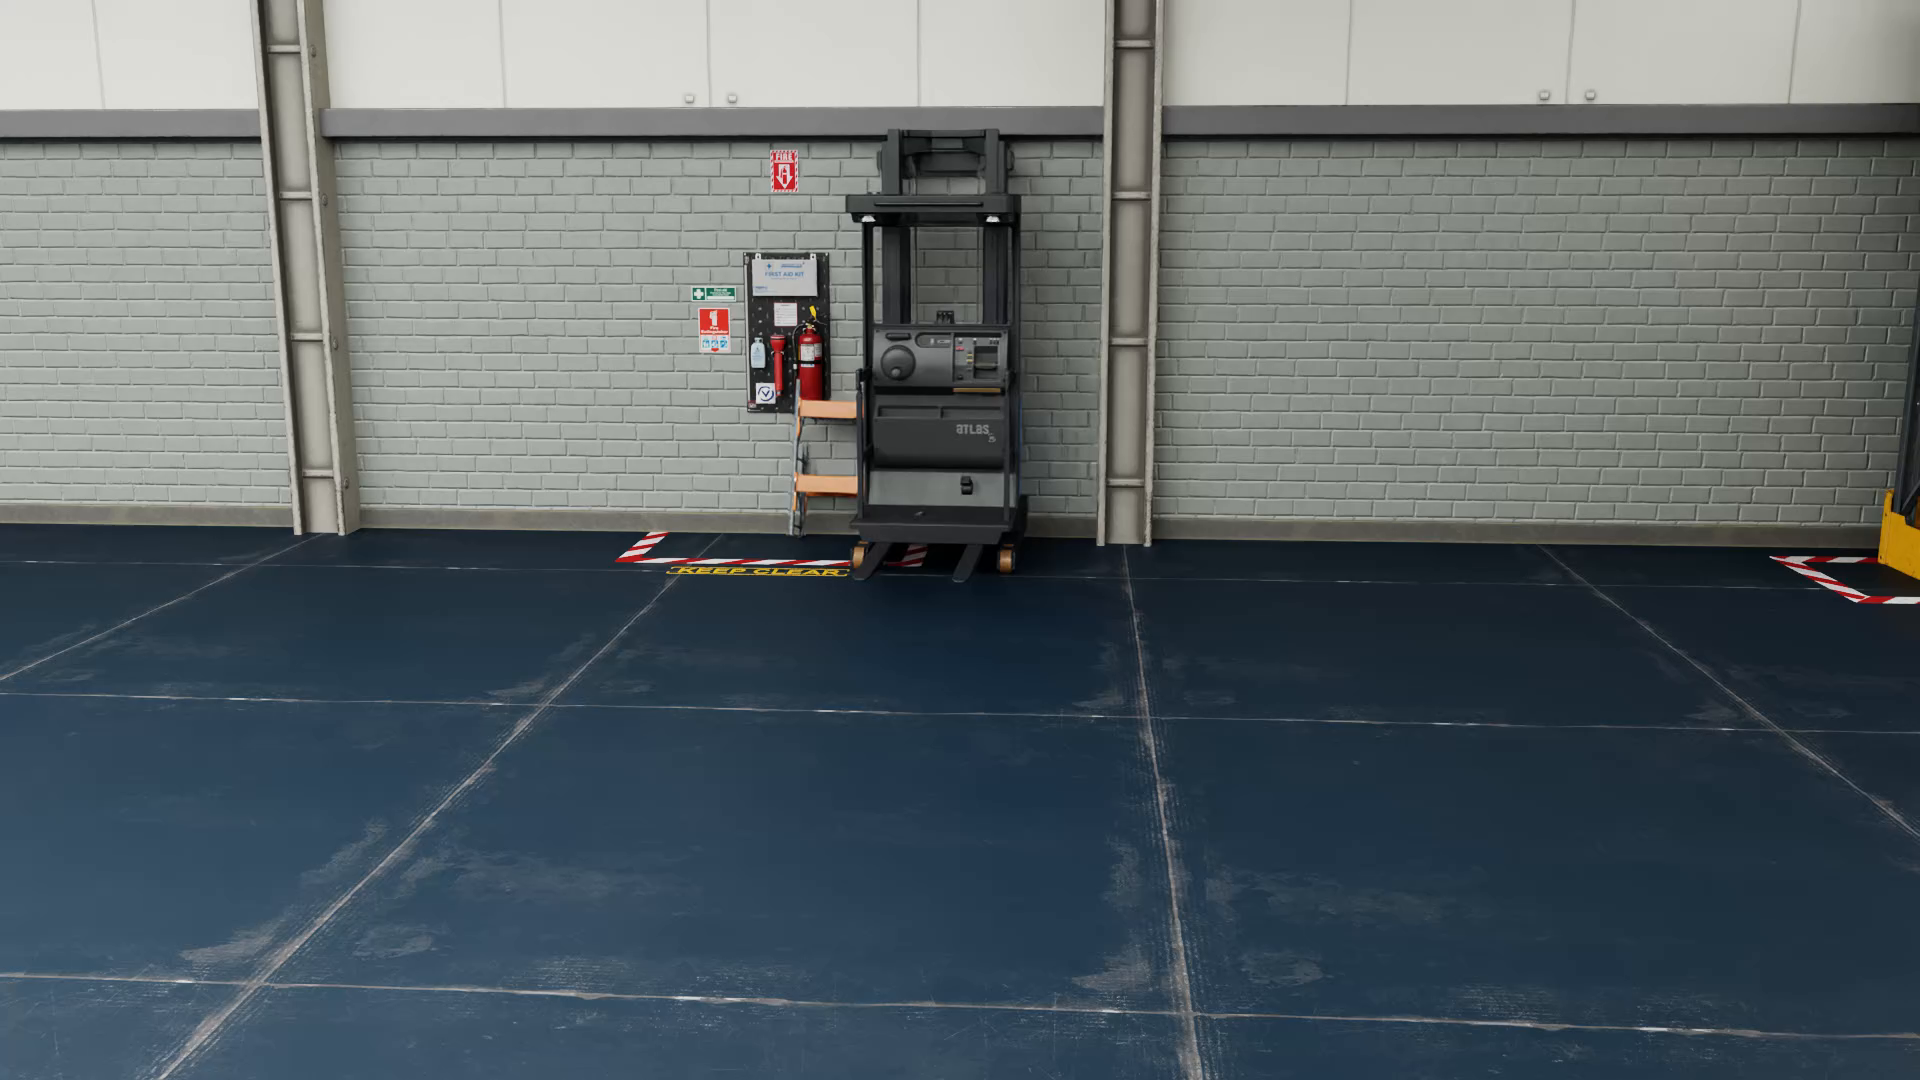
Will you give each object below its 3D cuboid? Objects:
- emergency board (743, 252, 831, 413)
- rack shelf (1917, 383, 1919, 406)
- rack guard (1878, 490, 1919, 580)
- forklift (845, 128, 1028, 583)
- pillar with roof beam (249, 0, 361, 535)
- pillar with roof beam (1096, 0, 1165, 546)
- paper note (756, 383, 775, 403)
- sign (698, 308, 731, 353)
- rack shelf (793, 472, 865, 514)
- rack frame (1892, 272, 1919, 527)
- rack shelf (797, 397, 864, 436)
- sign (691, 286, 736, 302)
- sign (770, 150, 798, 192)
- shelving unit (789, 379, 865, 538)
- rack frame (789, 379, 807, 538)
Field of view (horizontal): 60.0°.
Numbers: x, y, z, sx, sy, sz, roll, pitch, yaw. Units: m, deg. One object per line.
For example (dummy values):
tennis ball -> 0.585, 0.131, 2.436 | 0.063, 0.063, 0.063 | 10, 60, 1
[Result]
emergency board -> -1.263, -1.498, 12.102 | 0.643, 1.169, 0.194 | 1, 12, 4
rack shelf -> 8.427, -0.827, 10.654 | 4.000, 0.370, 1.077 | 1, 12, 4
rack guard -> 6.507, 0.018, 10.962 | 0.348, 0.500, 1.175 | 1, 12, 4
forklift -> -0.153, -1.281, 11.234 | 1.130, 2.935, 3.031 | 1, 12, 6
pillar with roof beam -> -5.074, -3.595, 7.477 | 0.400, 9.000, 9.100 | 1, 12, 4
pillar with roof beam -> 0.913, -3.513, 7.084 | 0.400, 9.000, 9.100 | 1, 12, 4
paper note -> -1.435, -1.083, 12.271 | 0.142, 0.148, 0.016 | 1, 12, 4
sign -> -1.807, -1.544, 12.235 | 0.234, 0.329, 0.001 | 1, 12, 4
rack shelf -> -0.674, -0.319, 12.113 | 1.000, 0.278, 0.538 | 2, -2, 3
rack frame -> 6.431, -1.207, 10.711 | 0.127, 3.000, 1.000 | 1, 12, 4
rack shelf -> -0.650, -0.855, 12.133 | 1.000, 0.278, 0.538 | 2, -2, 3
sign -> -1.803, -1.801, 12.172 | 0.331, 0.109, 0.001 | 1, 12, 4
sign -> -1.264, -2.653, 11.962 | 0.199, 0.298, 0.001 | 1, 12, 4
shelving unit -> -0.663, -0.563, 12.122 | 1.048, 1.125, 0.538 | 2, -2, 3
rack frame -> -1.170, -0.584, 12.153 | 0.032, 1.125, 0.500 | 2, -2, 3
